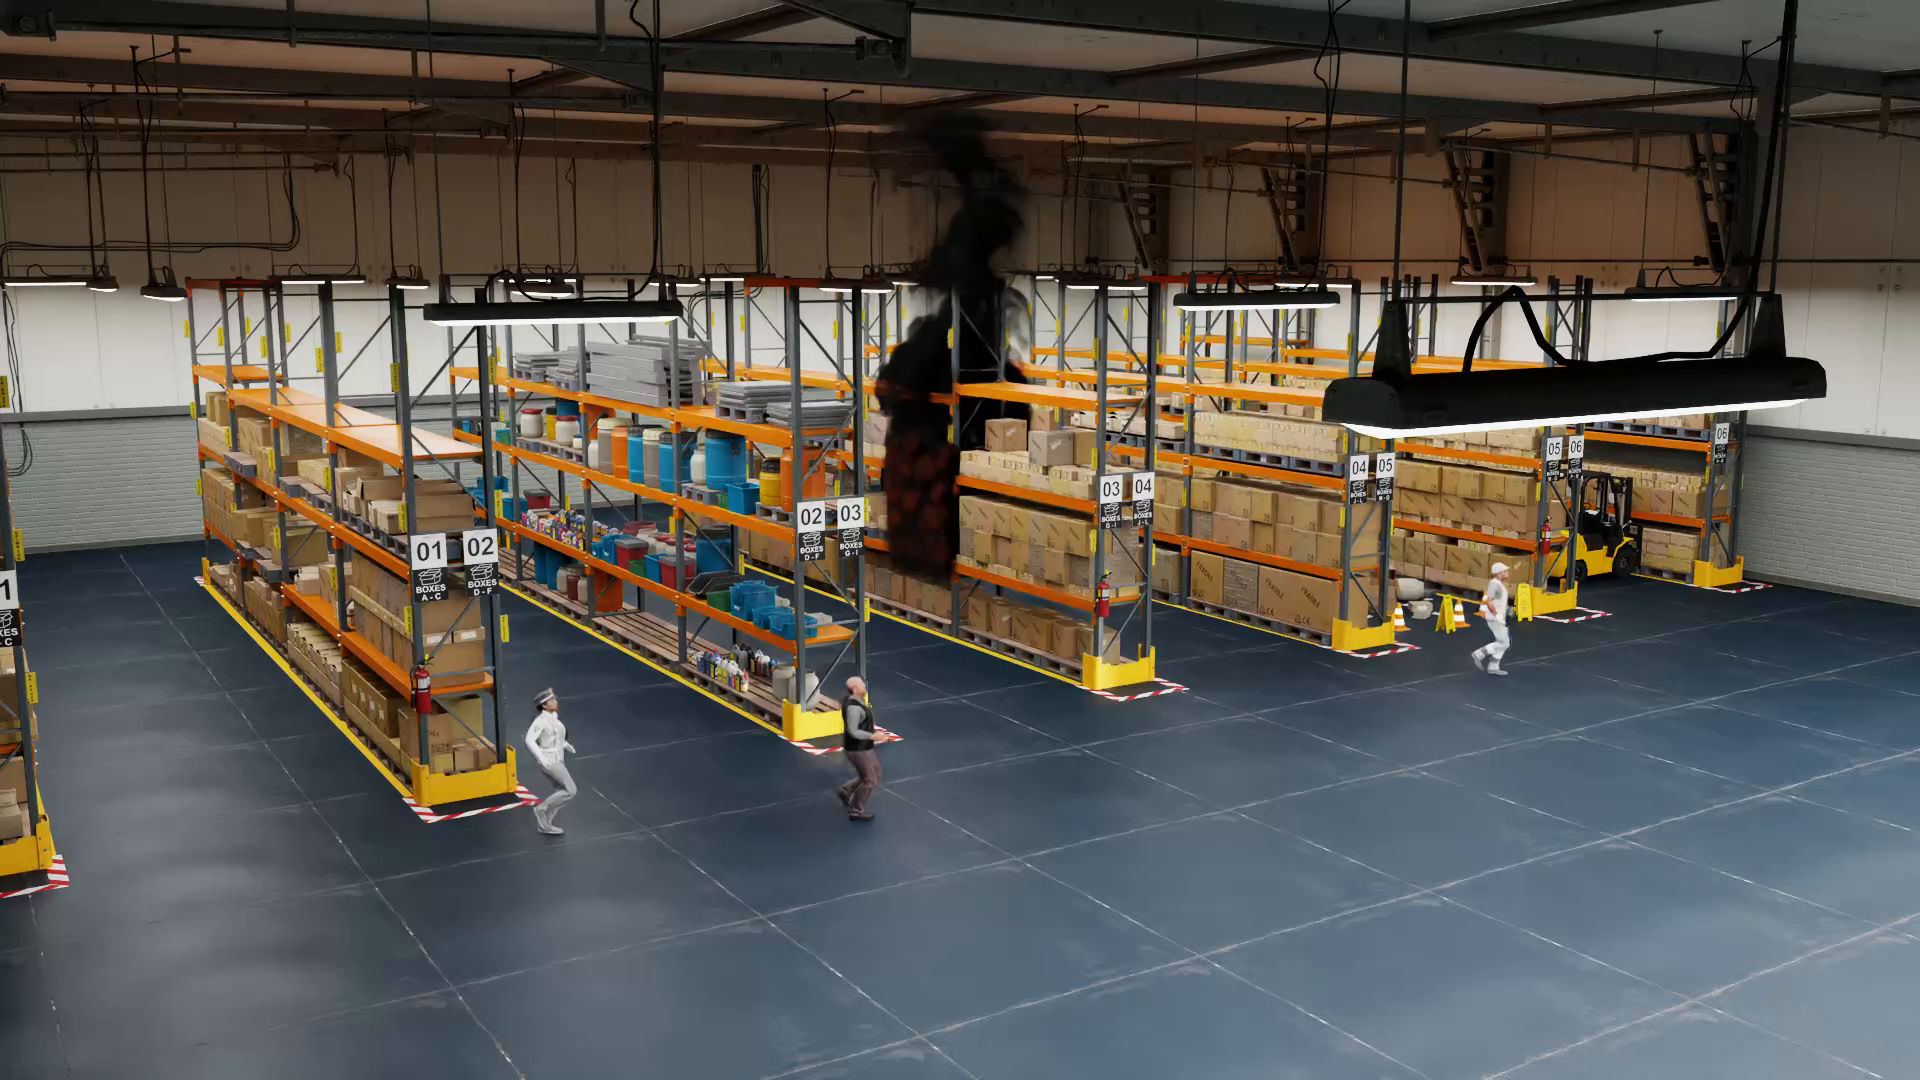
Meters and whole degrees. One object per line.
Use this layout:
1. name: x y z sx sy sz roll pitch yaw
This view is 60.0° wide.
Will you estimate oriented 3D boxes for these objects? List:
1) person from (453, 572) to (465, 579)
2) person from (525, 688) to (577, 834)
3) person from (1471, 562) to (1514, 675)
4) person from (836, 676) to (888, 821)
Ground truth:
1. person: -8.765 0.711 28.775 0.561 1.713 0.807 -7 12 -37
2. person: -4.496 2.454 18.468 0.483 1.646 0.620 -1 10 -4
3. person: 8.211 1.205 25.605 0.593 1.754 0.678 4 10 20
4. person: -1.119 2.364 18.904 0.598 1.674 0.654 -1 10 -3
